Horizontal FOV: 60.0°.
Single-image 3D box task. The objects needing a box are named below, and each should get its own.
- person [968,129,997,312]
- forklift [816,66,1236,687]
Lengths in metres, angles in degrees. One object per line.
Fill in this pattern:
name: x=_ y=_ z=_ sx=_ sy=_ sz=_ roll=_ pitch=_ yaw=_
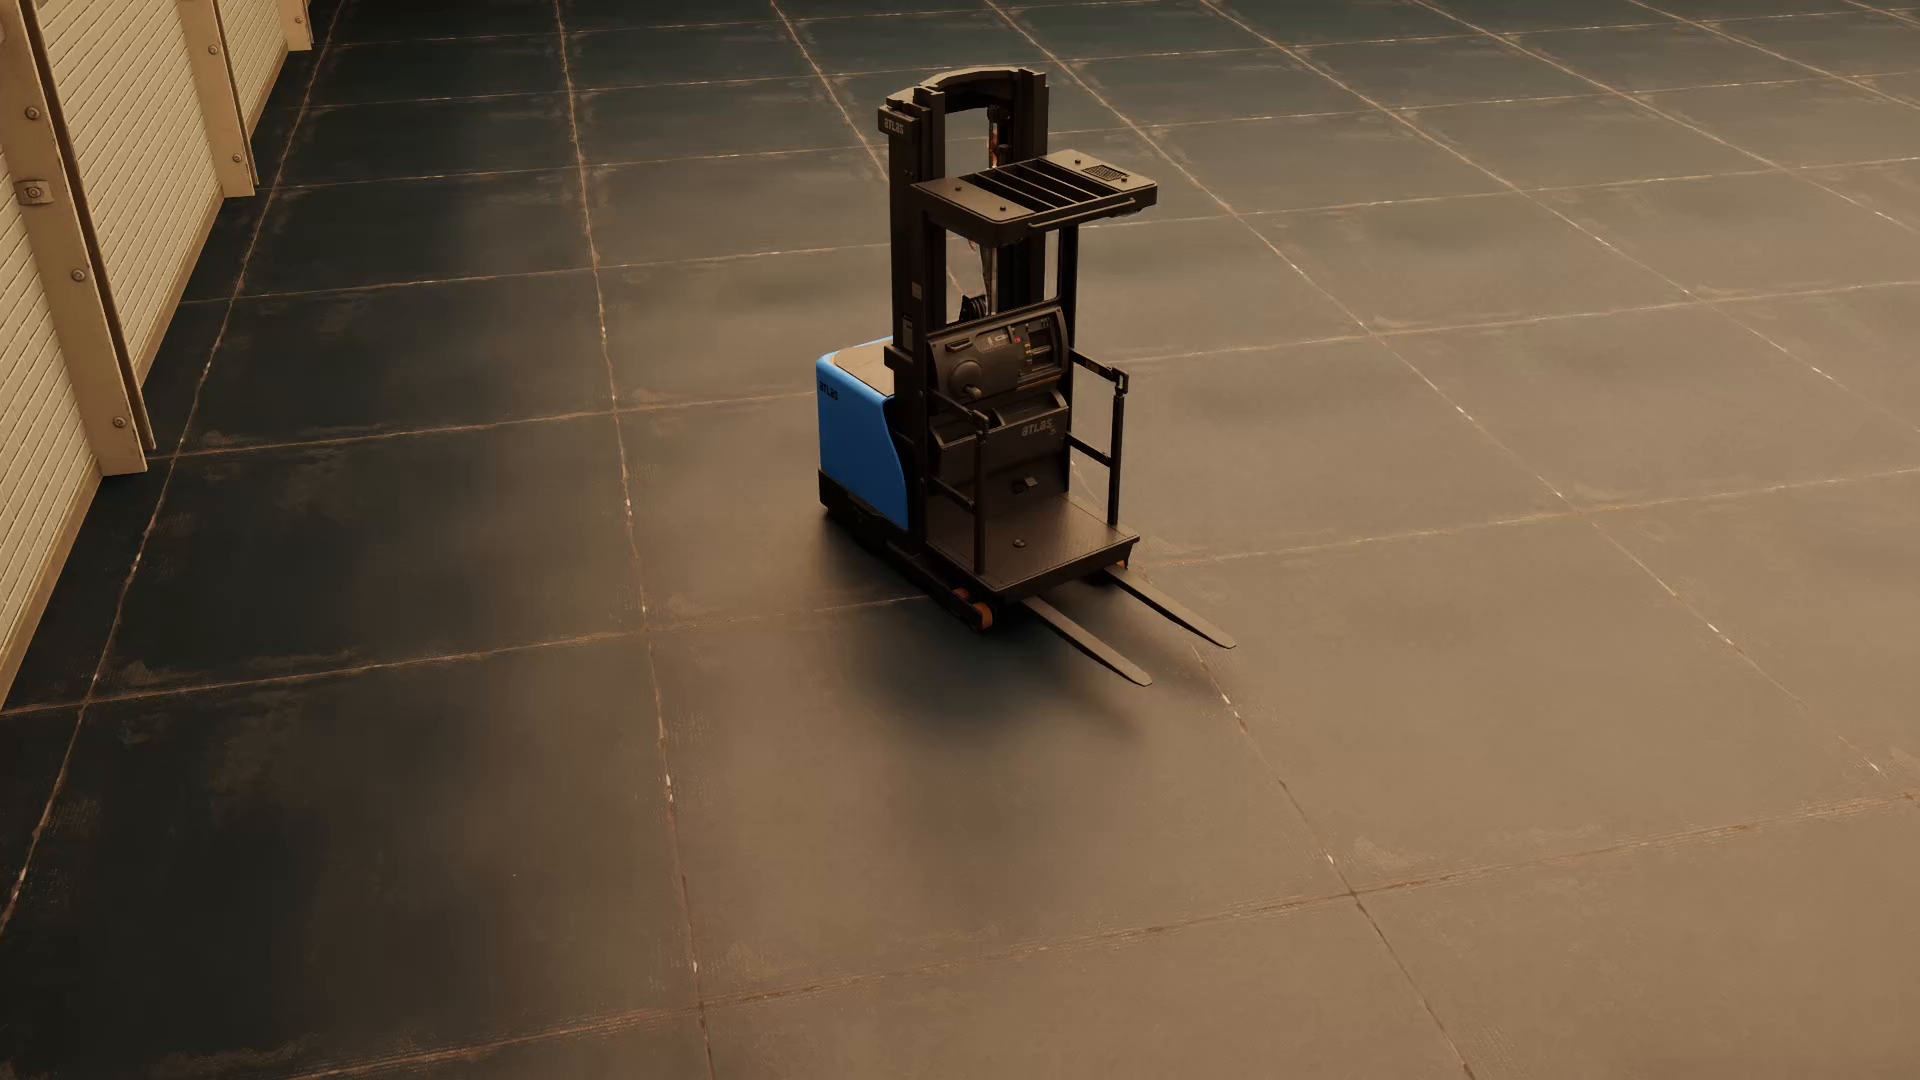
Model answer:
person: x=0.299 y=-2.417 z=12.988 sx=0.550 sy=1.673 sz=0.548 roll=-10 pitch=32 yaw=-17
forklift: x=0.355 y=-1.021 z=9.338 sx=1.130 sy=2.935 sz=3.031 roll=-20 pitch=35 yaw=-30
